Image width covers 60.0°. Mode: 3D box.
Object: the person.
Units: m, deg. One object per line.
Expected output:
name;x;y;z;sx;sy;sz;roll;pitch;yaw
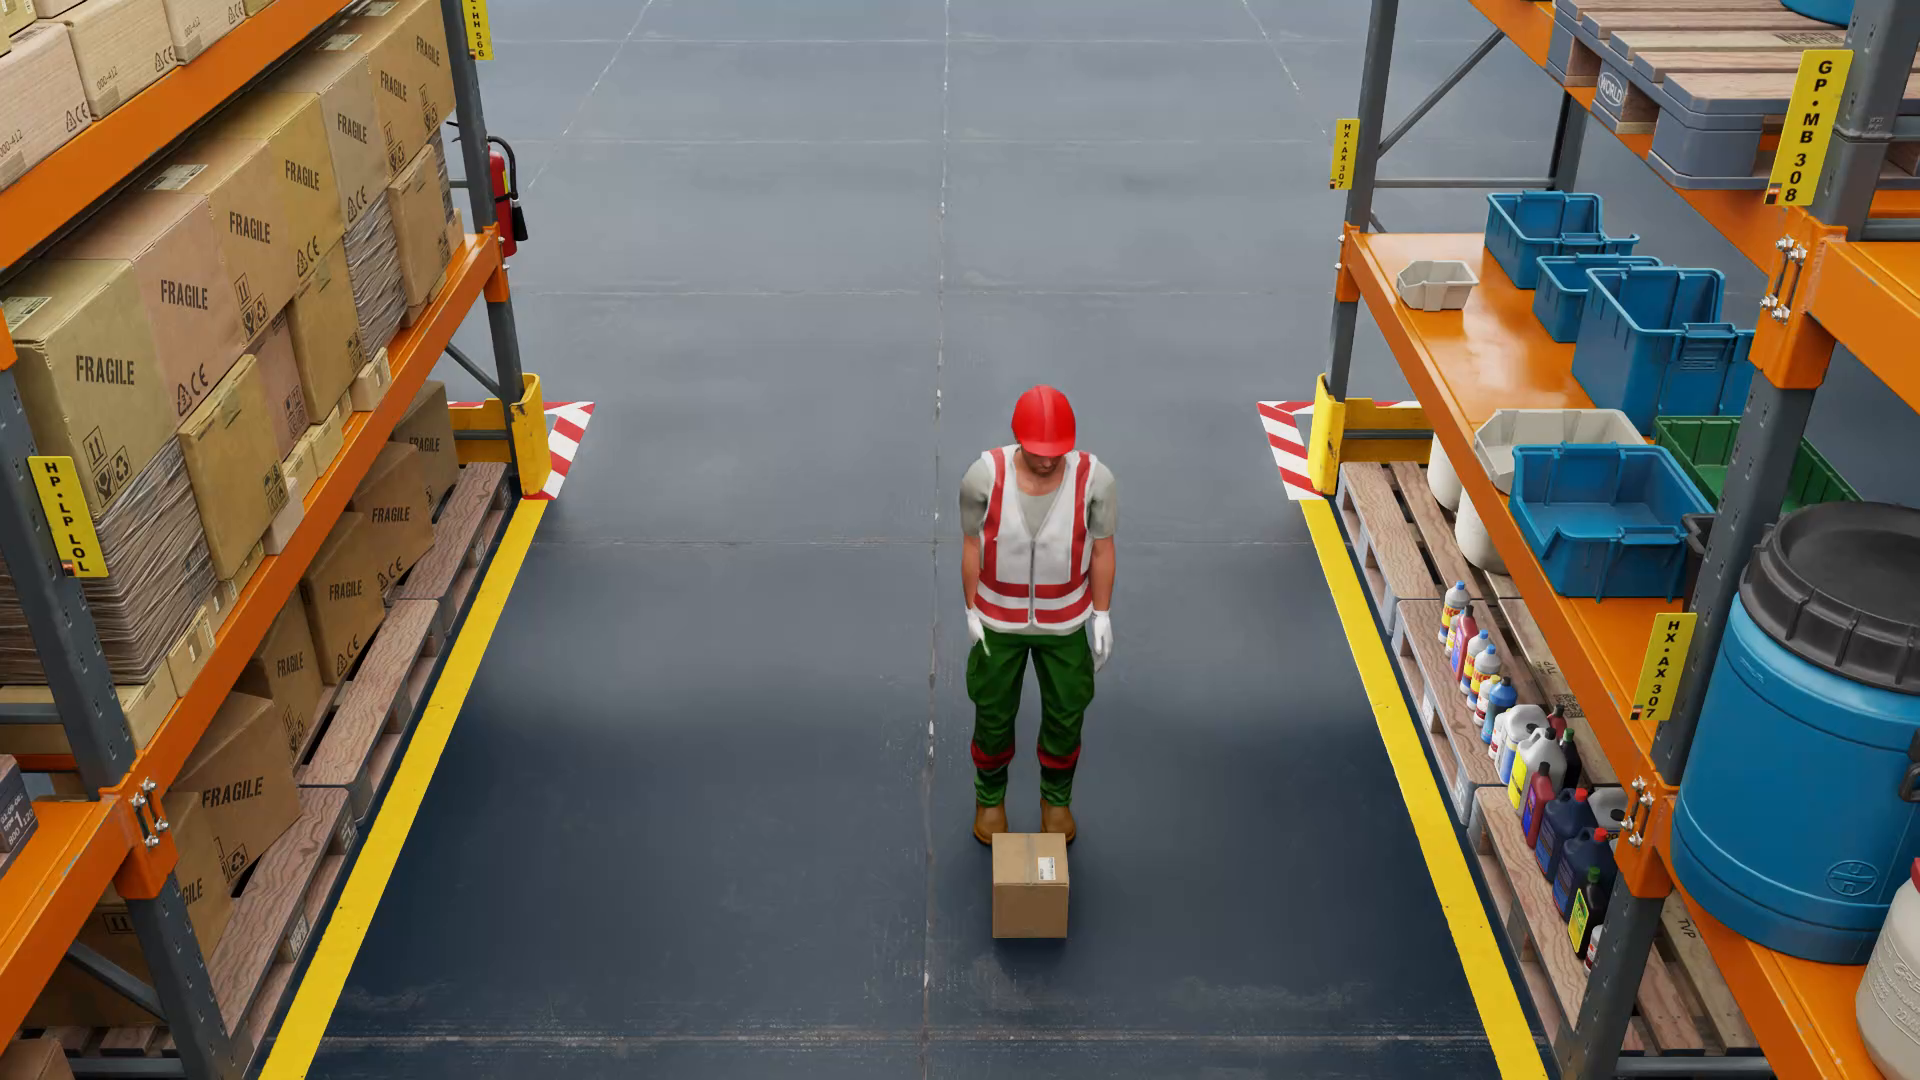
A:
person;0.261;0.273;5.673;0.529;1.775;0.364;0;31;1
